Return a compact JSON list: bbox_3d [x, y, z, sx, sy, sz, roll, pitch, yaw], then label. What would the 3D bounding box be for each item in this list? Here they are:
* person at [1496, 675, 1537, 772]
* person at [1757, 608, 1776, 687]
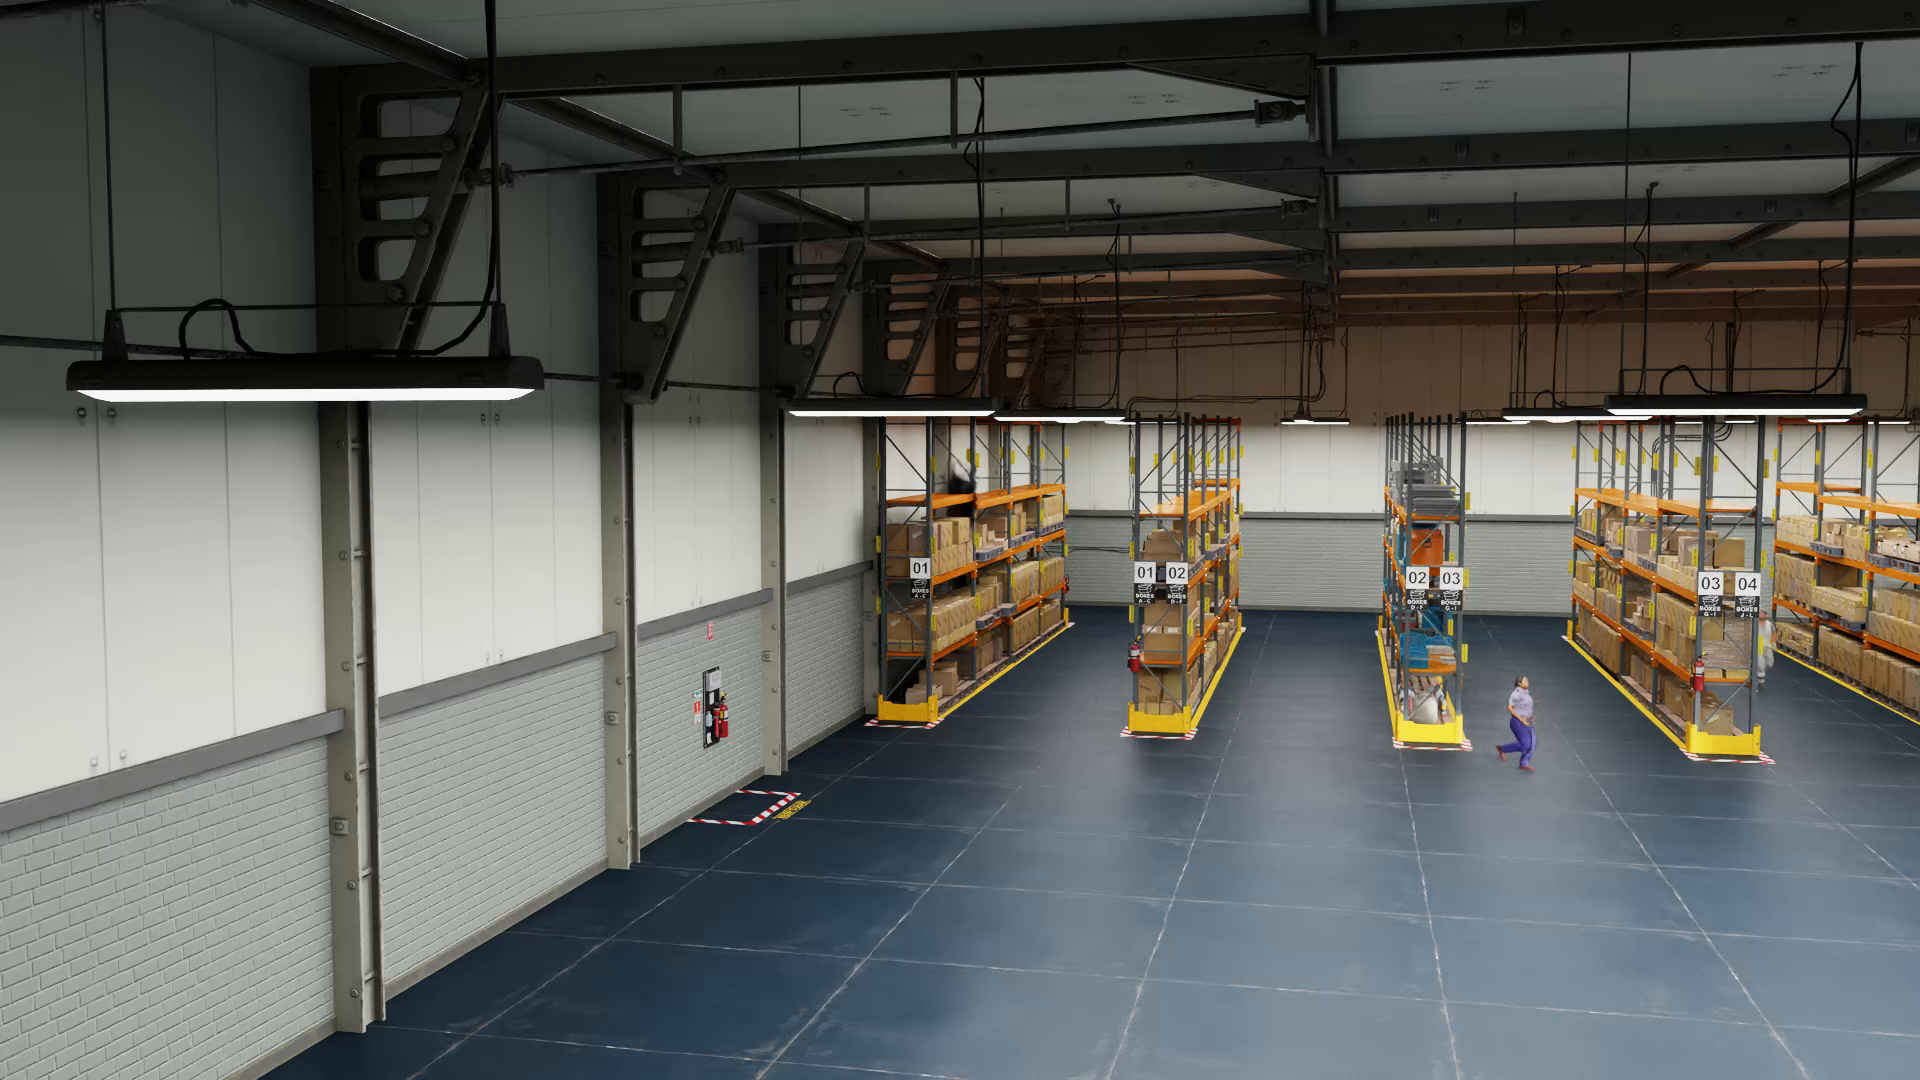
[{"bbox_3d":[9.332,3.055,27.788,0.634,1.611,0.609,3,5,36],"label":"person"},{"bbox_3d":[17.759,2.374,36.891,0.676,1.724,0.675,0,4,2],"label":"person"}]
